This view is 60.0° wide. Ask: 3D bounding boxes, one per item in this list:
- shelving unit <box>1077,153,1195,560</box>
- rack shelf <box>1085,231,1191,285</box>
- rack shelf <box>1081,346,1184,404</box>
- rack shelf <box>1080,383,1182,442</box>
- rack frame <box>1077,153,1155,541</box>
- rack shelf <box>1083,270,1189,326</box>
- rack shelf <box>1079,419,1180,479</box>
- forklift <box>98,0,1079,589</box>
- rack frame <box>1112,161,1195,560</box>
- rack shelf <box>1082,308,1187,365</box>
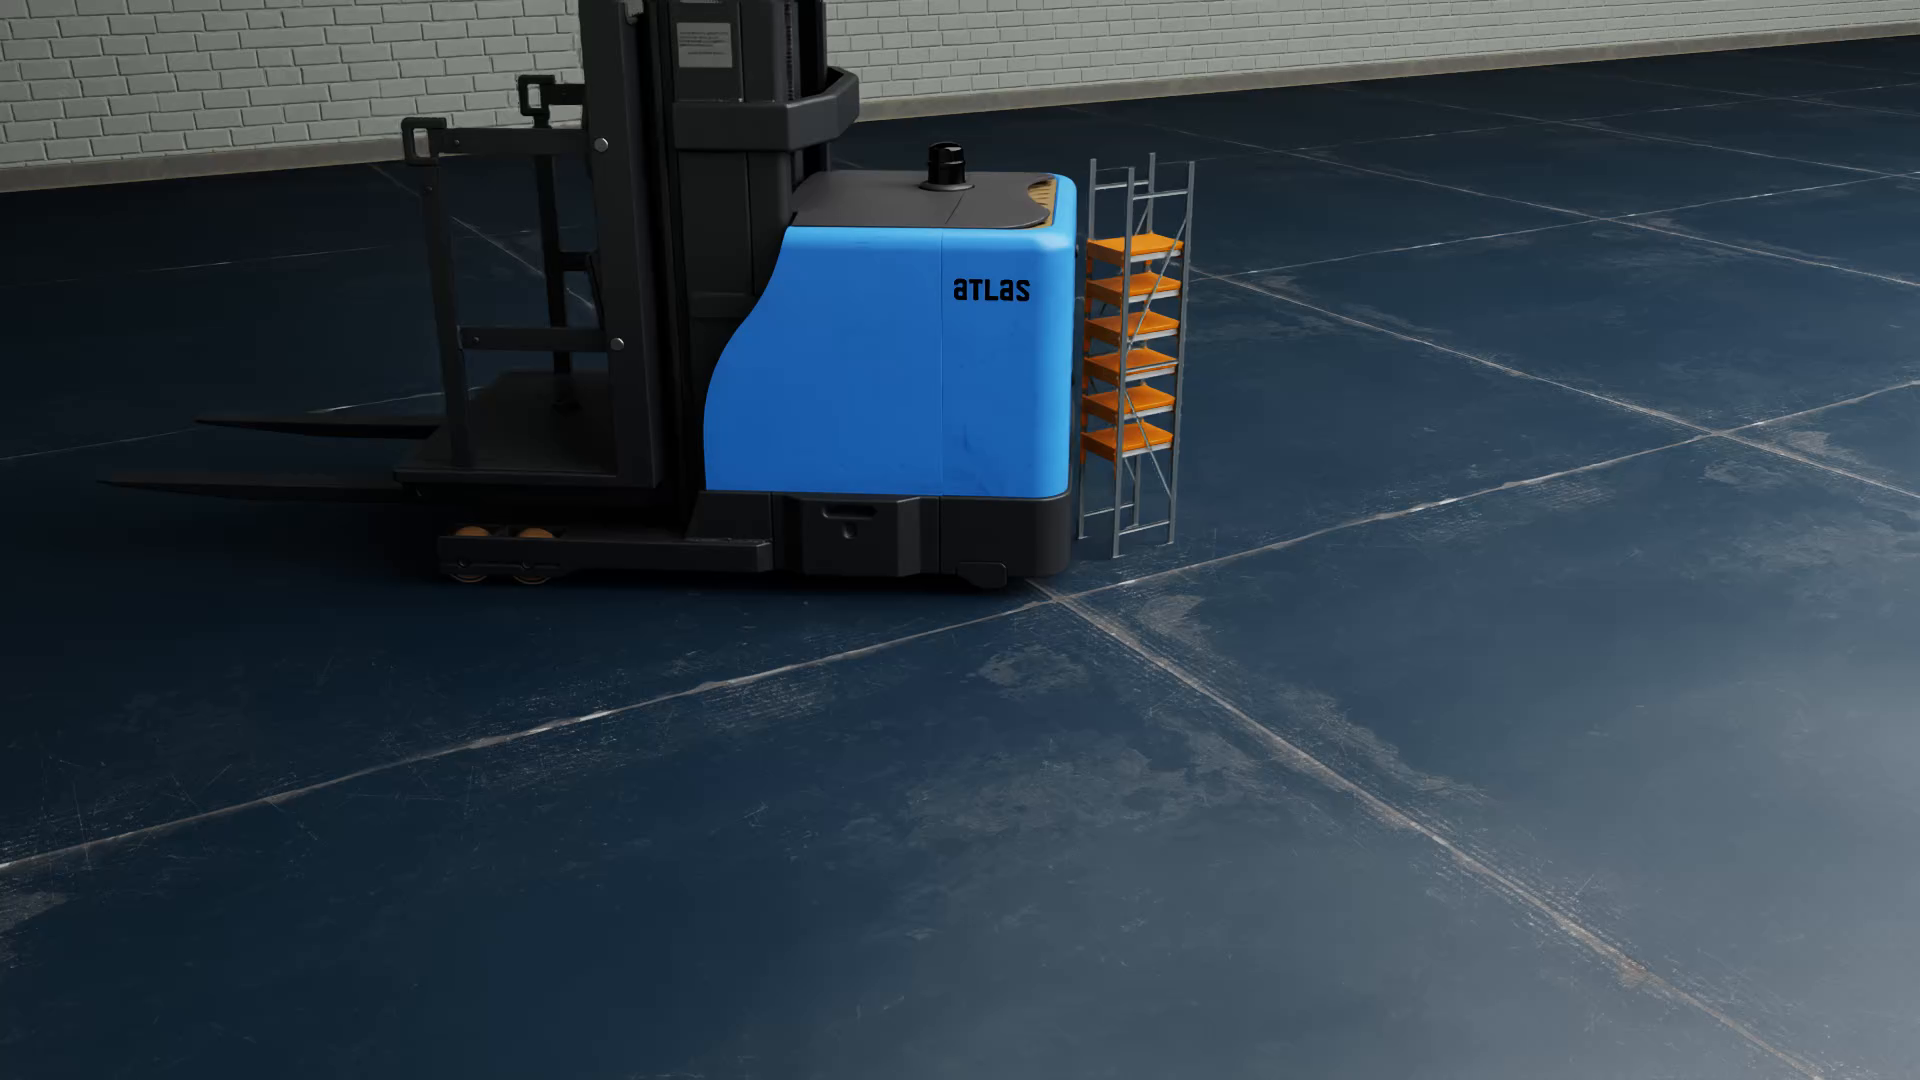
[{"bbox_3d":[0.527,-0.548,5.066,0.258,1.200,0.189,-13,26,-30],"label":"shelving unit"},{"bbox_3d":[0.528,-0.841,4.948,0.258,0.103,0.180,-13,26,-30],"label":"rack shelf"},{"bbox_3d":[0.527,-0.507,5.082,0.258,0.103,0.180,-13,26,-30],"label":"rack shelf"},{"bbox_3d":[0.527,-0.396,5.127,0.258,0.103,0.180,-13,26,-30],"label":"rack shelf"},{"bbox_3d":[0.479,-0.578,5.138,0.240,1.200,0.006,-13,26,-30],"label":"rack frame"},{"bbox_3d":[0.528,-0.730,4.993,0.258,0.103,0.180,-13,26,-30],"label":"rack shelf"},{"bbox_3d":[0.526,-0.285,5.172,0.258,0.103,0.180,-13,26,-30],"label":"rack shelf"},{"bbox_3d":[-1.154,-1.420,4.912,3.031,2.935,1.130,2,22,4],"label":"forklift"},{"bbox_3d":[0.576,-0.519,4.994,0.240,1.200,0.006,-13,26,-30],"label":"rack frame"},{"bbox_3d":[0.527,-0.619,5.037,0.258,0.103,0.180,-13,26,-30],"label":"rack shelf"}]
